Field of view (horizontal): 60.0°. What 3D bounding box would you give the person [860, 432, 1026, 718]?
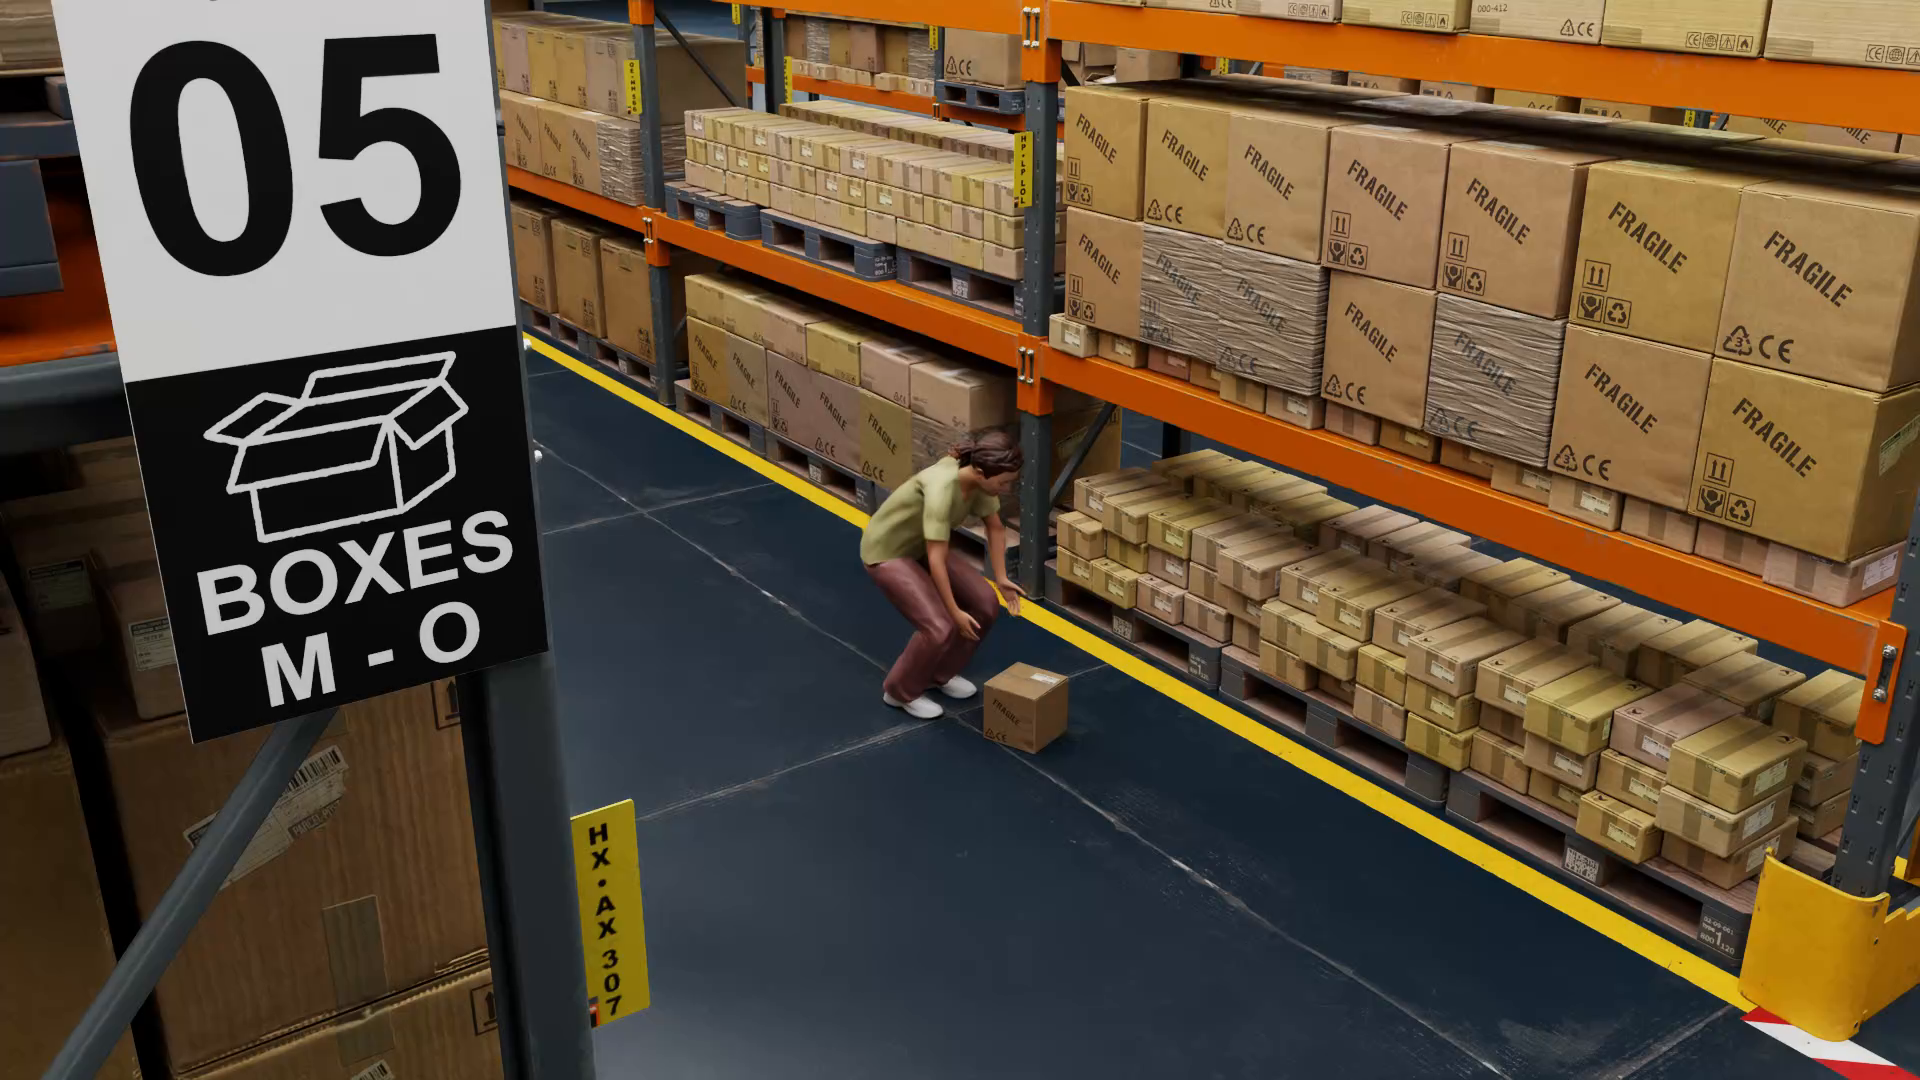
[{"bbox_3d":[-0.057,0.111,6.898,0.709,1.246,0.510,15,26,33],"label":"person"}]
